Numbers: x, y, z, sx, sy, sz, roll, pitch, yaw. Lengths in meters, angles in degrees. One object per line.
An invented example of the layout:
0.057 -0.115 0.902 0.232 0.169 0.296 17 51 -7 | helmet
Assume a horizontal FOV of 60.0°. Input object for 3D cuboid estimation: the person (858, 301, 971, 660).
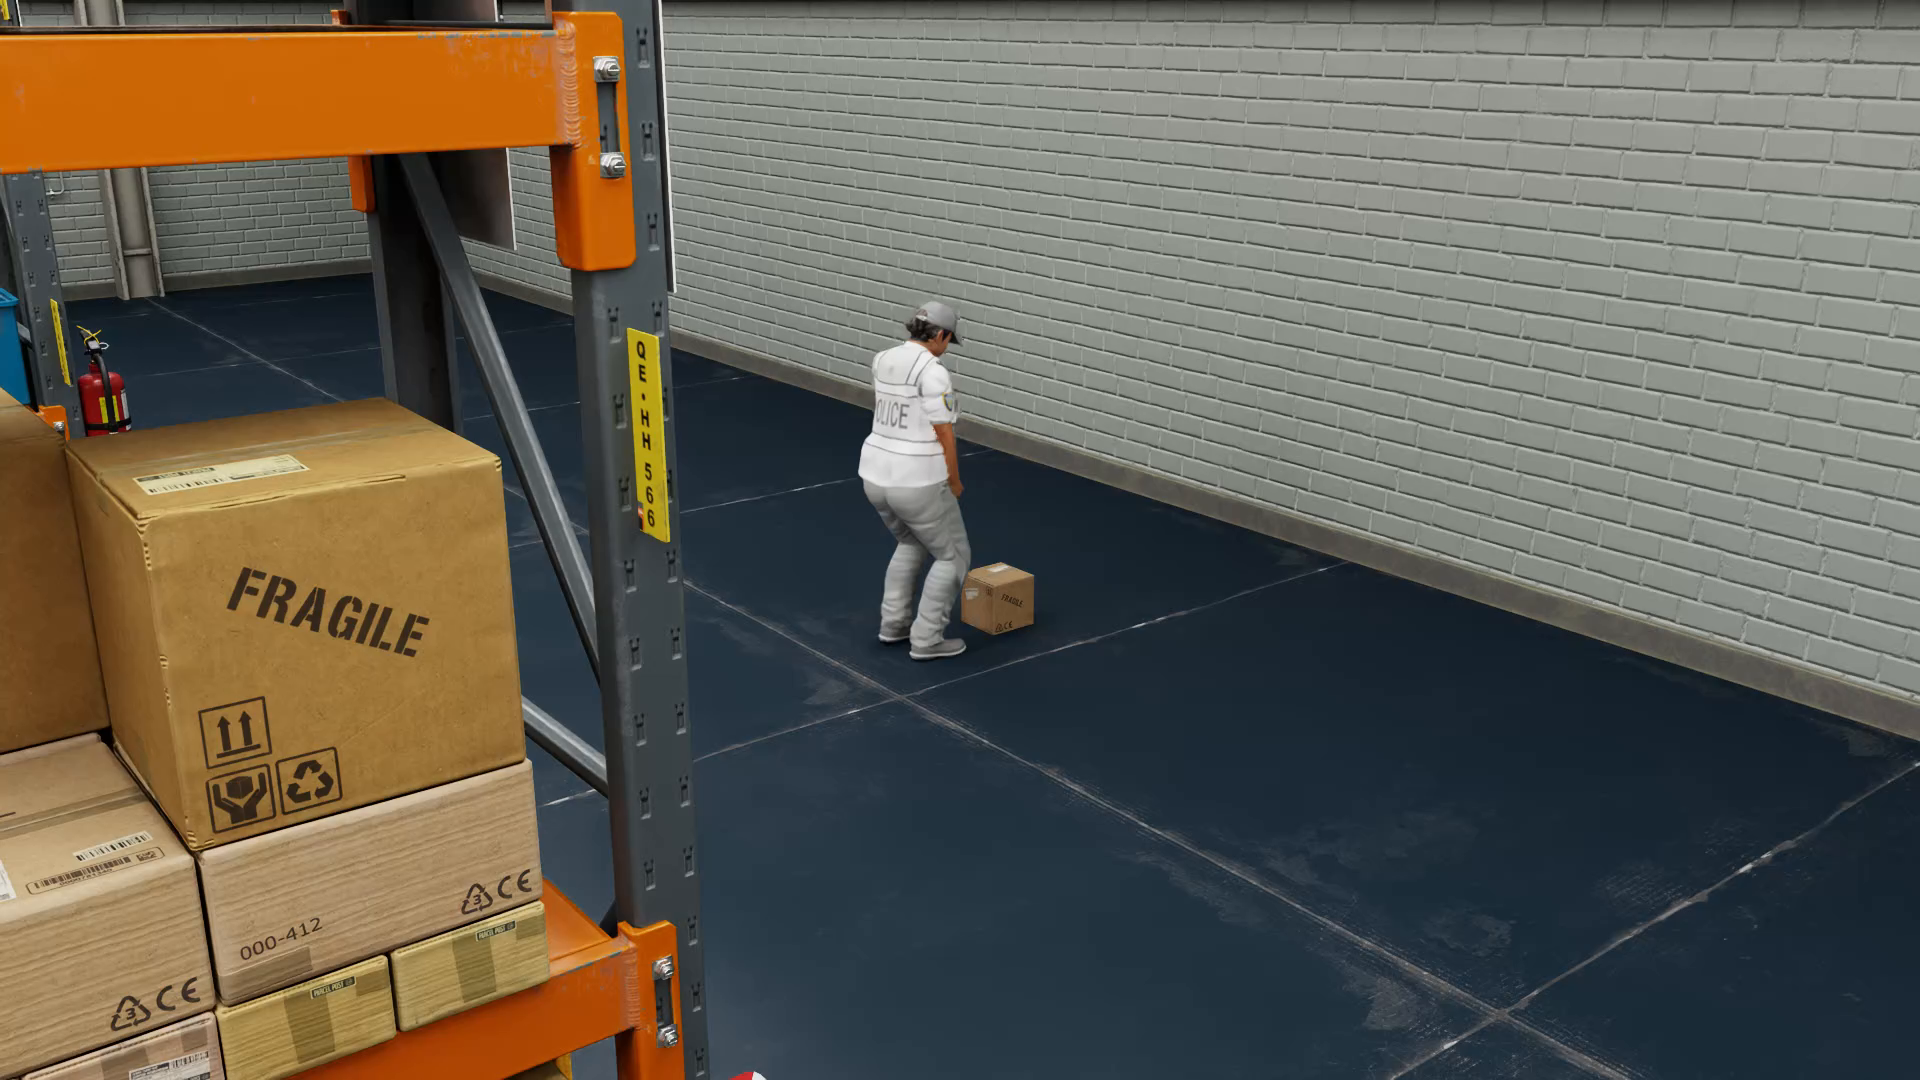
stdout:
-0.197 -0.270 7.518 0.513 1.599 0.504 -13 22 -35 | person
